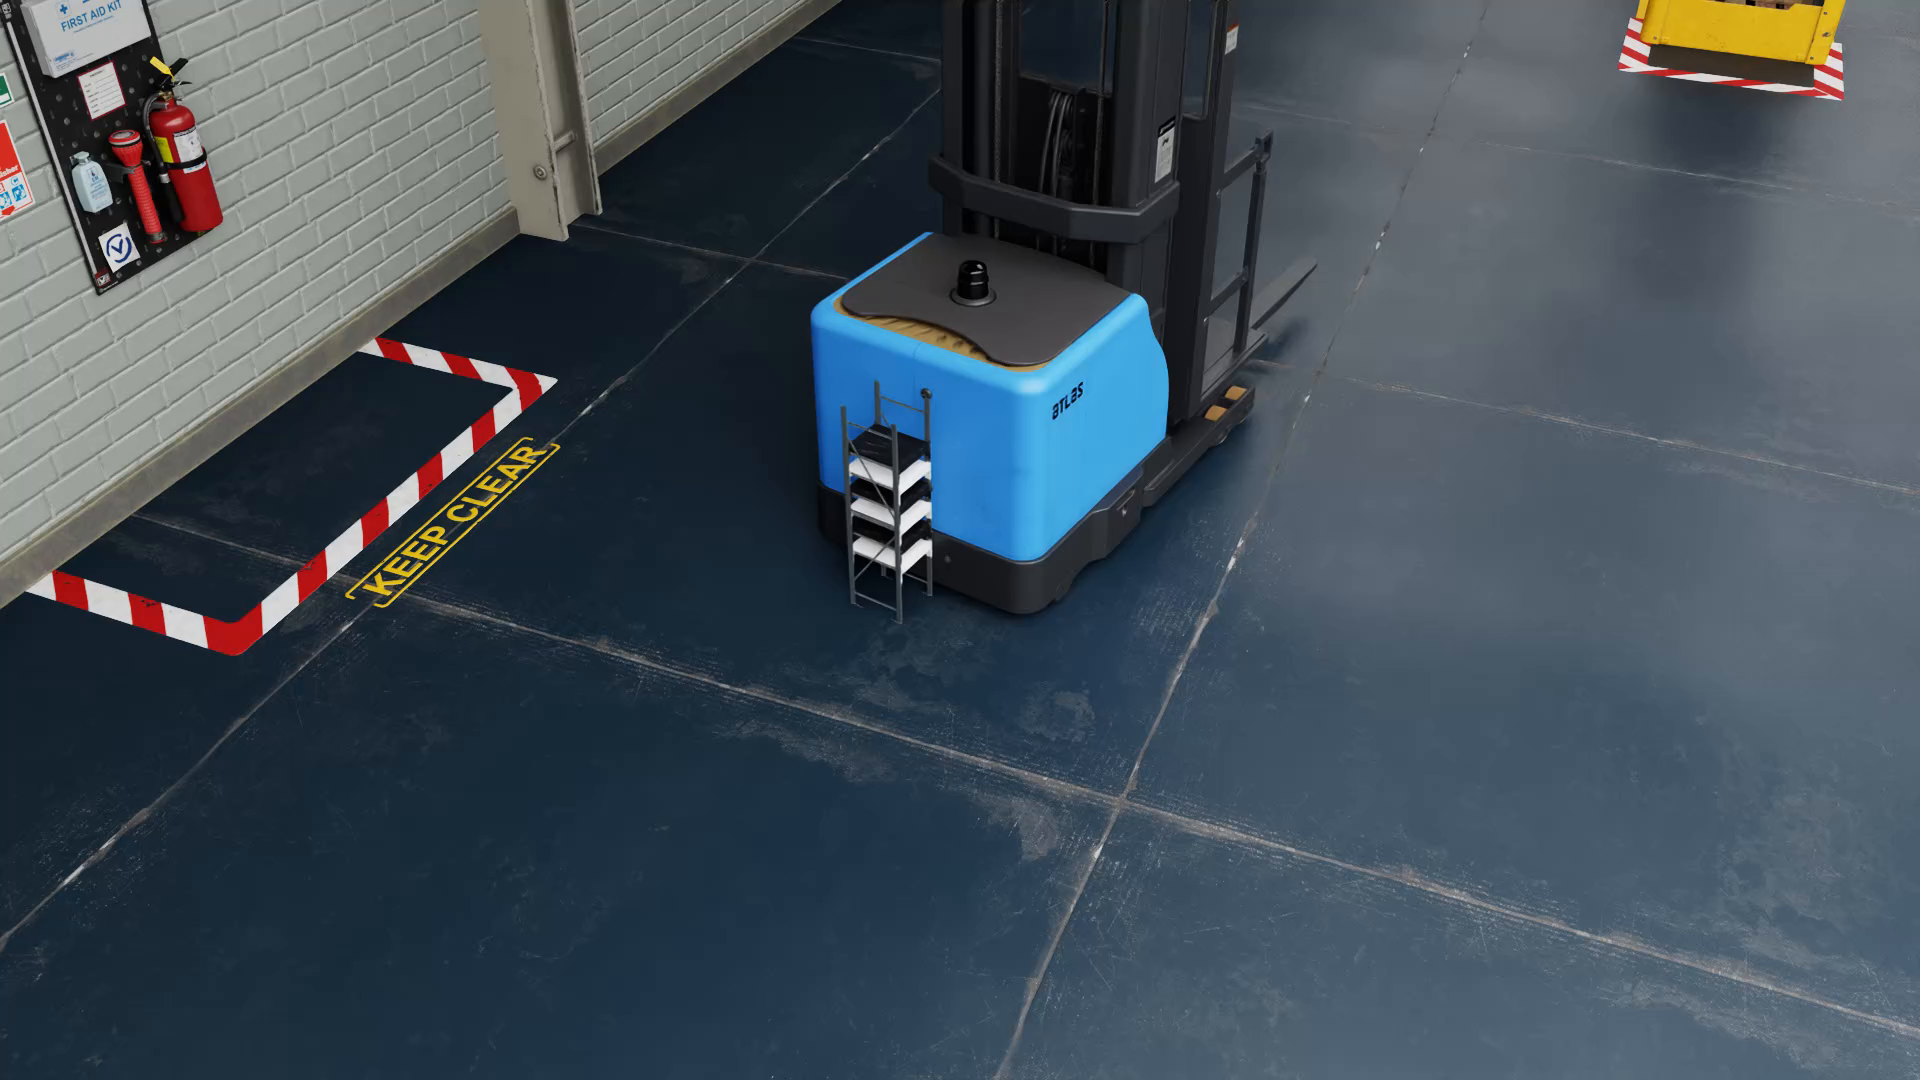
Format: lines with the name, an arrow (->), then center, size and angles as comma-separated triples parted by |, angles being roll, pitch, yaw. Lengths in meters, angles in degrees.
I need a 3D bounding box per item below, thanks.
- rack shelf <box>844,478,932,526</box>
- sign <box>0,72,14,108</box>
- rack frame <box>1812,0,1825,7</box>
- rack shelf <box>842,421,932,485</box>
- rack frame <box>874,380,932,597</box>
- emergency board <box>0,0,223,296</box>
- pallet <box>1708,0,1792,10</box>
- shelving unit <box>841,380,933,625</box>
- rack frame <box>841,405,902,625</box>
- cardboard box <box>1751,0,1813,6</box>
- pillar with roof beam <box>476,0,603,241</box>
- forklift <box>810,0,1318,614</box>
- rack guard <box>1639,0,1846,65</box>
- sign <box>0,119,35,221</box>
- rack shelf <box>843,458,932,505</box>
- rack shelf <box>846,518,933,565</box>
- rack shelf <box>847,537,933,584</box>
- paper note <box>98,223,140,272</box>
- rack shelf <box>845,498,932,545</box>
rack shelf -> -0.265, -0.173, 6.135 | 0.258, 0.077, 0.200 | 22, 42, 26
sign -> -3.457, -1.526, 5.814 | 0.001, 0.109, 0.331 | 14, 39, 18
rack frame -> 5.214, -4.552, 10.335 | 1.000, 3.000, 0.127 | 14, 39, 18
rack shelf -> -0.265, -0.317, 6.027 | 0.258, 0.077, 0.200 | 22, 42, 26
rack frame -> -0.209, -0.178, 6.237 | 0.240, 0.900, 0.006 | 22, 42, 26
emergency board -> -3.161, -1.582, 6.361 | 0.194, 1.169, 0.643 | 14, 39, 18
pallet -> 5.466, -3.868, 11.749 | 1.003, 0.211, 1.213 | 14, 39, 18
shelving unit -> -0.265, -0.128, 6.169 | 0.258, 0.900, 0.210 | 22, 42, 26
rack frame -> -0.321, -0.077, 6.101 | 0.240, 0.900, 0.006 | 22, 42, 26
cardboard box -> 5.623, -3.865, 11.362 | 0.500, 0.250, 0.500 | 14, 39, 18
pillar with roof beam -> 1.796, -4.364, 5.072 | 9.100, 9.000, 0.400 | 14, 39, 18
forklift -> 0.662, -1.741, 6.631 | 1.130, 2.935, 3.031 | 22, 42, 26
rack guard -> 5.205, -3.538, 11.066 | 1.175, 0.500, 0.348 | 14, 39, 18
sign -> -3.467, -1.313, 5.972 | 0.001, 0.329, 0.234 | 14, 39, 18
rack shelf -> -0.265, -0.245, 6.081 | 0.258, 0.077, 0.200 | 22, 42, 26
rack shelf -> -0.265, -0.029, 6.243 | 0.258, 0.077, 0.200 | 22, 42, 26
rack shelf -> -0.265, 0.043, 6.297 | 0.258, 0.077, 0.200 | 22, 42, 26
paper note -> -3.292, -1.147, 6.514 | 0.016, 0.148, 0.142 | 14, 39, 18
rack shelf -> -0.265, -0.101, 6.189 | 0.258, 0.077, 0.200 | 22, 42, 26
